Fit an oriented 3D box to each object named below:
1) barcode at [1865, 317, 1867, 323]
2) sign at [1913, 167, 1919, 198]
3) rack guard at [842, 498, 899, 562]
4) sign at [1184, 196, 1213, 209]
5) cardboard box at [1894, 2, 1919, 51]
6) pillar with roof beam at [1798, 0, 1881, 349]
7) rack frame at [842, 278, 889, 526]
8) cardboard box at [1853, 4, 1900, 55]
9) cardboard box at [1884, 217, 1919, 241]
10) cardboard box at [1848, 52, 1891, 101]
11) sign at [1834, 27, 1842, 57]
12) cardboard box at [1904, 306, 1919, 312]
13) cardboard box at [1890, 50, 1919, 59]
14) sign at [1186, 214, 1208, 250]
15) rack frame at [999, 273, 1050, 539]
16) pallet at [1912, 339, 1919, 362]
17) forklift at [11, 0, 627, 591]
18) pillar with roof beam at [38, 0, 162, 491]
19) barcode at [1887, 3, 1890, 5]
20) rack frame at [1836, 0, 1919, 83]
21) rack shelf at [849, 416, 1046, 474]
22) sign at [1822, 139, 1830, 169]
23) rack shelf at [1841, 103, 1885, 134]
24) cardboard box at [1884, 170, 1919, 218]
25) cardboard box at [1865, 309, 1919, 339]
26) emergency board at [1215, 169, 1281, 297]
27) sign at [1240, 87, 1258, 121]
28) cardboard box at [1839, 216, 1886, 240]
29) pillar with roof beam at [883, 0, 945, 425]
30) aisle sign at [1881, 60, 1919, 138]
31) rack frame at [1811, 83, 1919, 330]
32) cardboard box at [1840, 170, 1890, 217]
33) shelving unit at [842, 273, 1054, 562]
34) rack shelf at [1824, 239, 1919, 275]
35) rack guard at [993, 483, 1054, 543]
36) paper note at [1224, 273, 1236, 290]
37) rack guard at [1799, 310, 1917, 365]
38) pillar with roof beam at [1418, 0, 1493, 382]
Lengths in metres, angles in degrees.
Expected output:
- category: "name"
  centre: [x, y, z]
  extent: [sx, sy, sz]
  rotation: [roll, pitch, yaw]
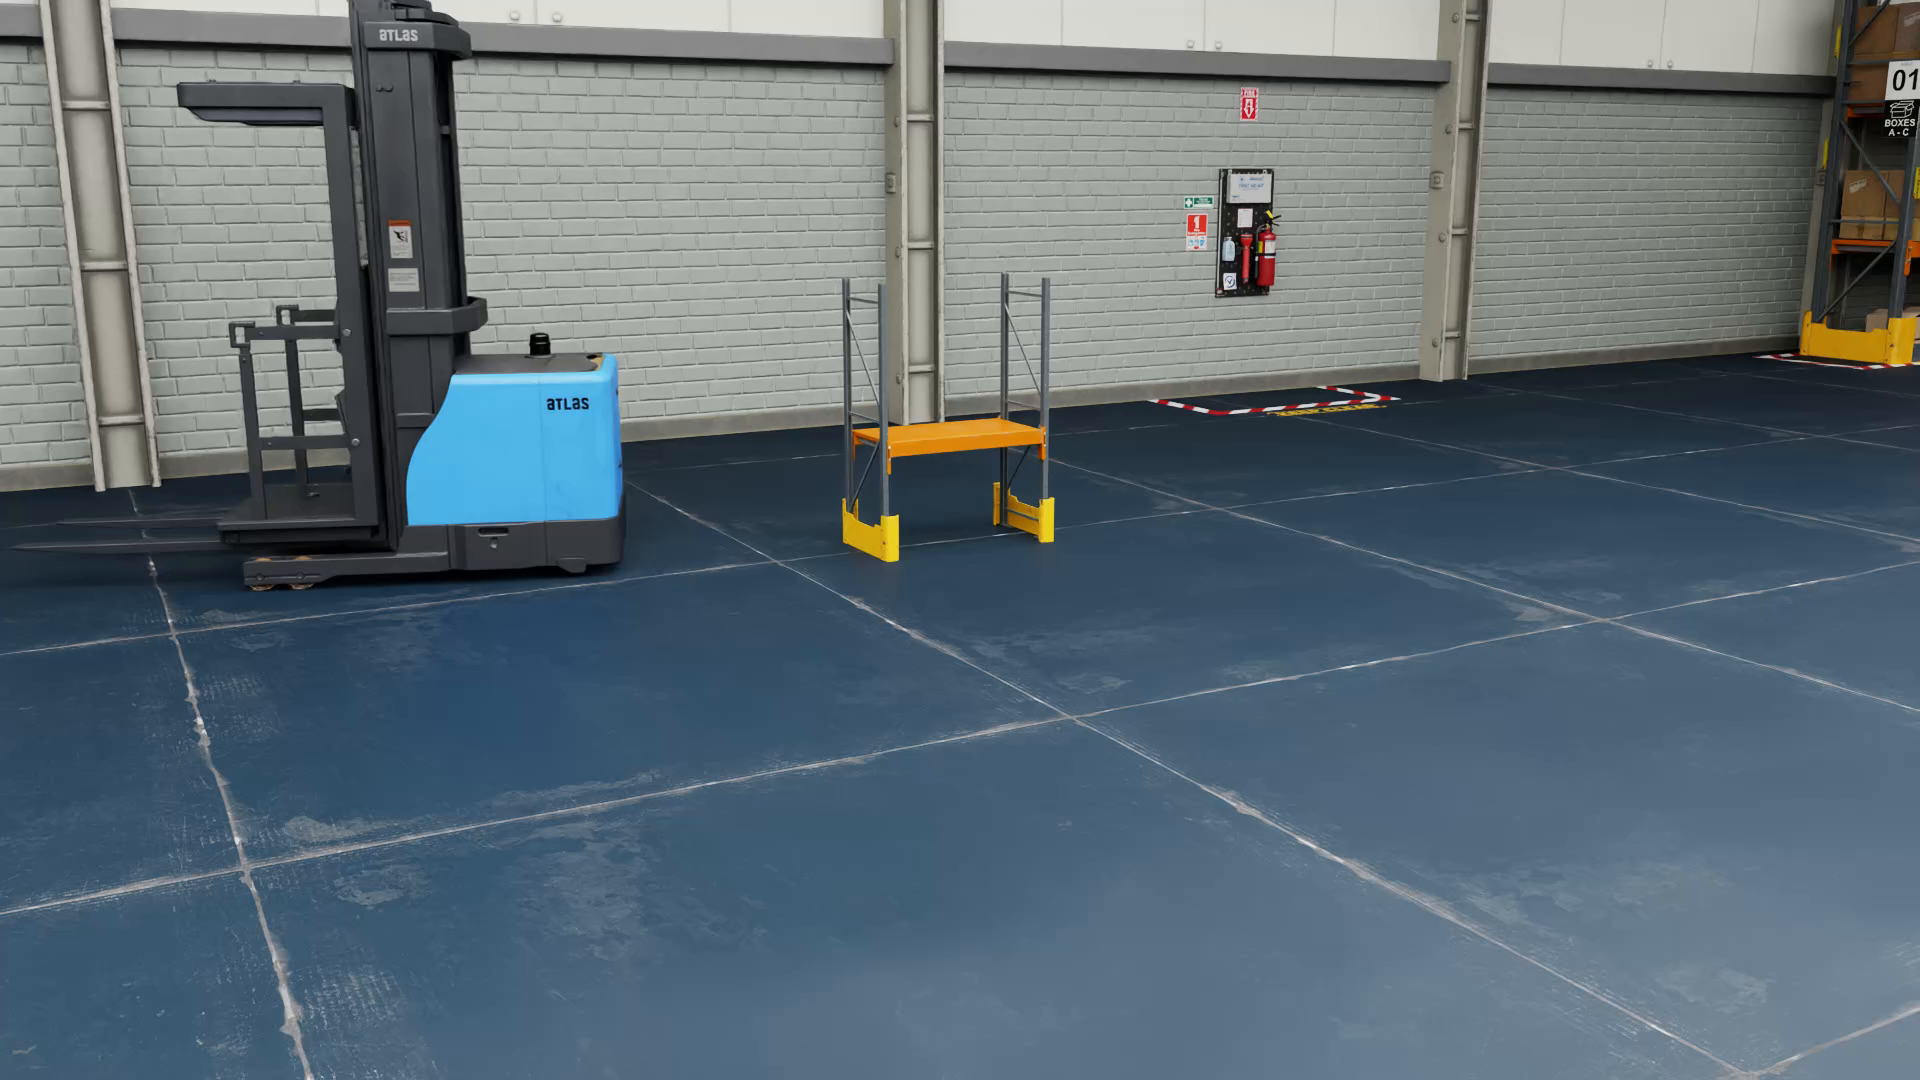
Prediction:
- category: "barcode"
  centre: [10.435, -2.532, 19.128]
  extent: [0.075, 0.075, 0.001]
  rotation: [-7, 14, -28]
- category: "sign"
  centre: [10.221, -3.808, 17.725]
  extent: [0.005, 0.325, 0.100]
  rotation: [-7, 14, -28]
- category: "rack guard"
  centre: [-0.504, -0.062, 9.313]
  extent: [0.087, 0.250, 0.587]
  rotation: [-7, 14, -28]
- category: "sign"
  centre: [2.180, -3.083, 15.187]
  extent: [0.331, 0.109, 0.001]
  rotation: [-7, 14, -28]
- category: "cardboard box"
  centre: [10.415, -5.493, 17.804]
  extent: [0.500, 0.500, 0.500]
  rotation: [-8, 15, -32]
- category: "pillar with roof beam"
  centre: [12.223, -5.827, 15.007]
  extent: [0.400, 9.000, 9.100]
  rotation: [-7, 14, -28]
- category: "rack frame"
  centre: [-0.521, -0.669, 9.167]
  extent: [0.032, 1.500, 0.500]
  rotation: [-7, 14, -28]
- category: "cardboard box"
  centre: [10.214, -5.595, 18.258]
  extent: [0.500, 0.500, 0.500]
  rotation: [-6, 14, -25]
- category: "cardboard box"
  centre: [10.541, -3.417, 18.255]
  extent: [0.500, 0.250, 0.500]
  rotation: [-7, 15, -29]
- category: "cardboard box"
  centre: [10.205, -5.105, 18.354]
  extent: [0.500, 0.500, 0.500]
  rotation: [-6, 14, -24]
- category: "sign"
  centre: [9.712, -5.494, 18.343]
  extent: [0.005, 0.325, 0.100]
  rotation: [-7, 14, -28]
- category: "cardboard box"
  centre: [11.111, -2.508, 19.044]
  extent: [0.500, 0.311, 0.500]
  rotation: [-6, 14, -23]
- category: "cardboard box"
  centre: [10.374, -4.999, 17.884]
  extent: [0.500, 0.500, 0.500]
  rotation: [-6, 14, -26]
- category: "sign"
  centre: [2.172, -2.826, 15.251]
  extent: [0.234, 0.329, 0.001]
  rotation: [-7, 14, -28]
- category: "rack frame"
  centre: [0.371, -0.776, 9.642]
  extent: [0.032, 1.500, 0.500]
  rotation: [-7, 14, -28]
- category: "pallet"
  centre: [10.757, -2.216, 18.976]
  extent: [1.213, 0.211, 1.003]
  rotation: [-7, 14, -28]
- category: "forklift"
  centre: [-3.359, -1.296, 8.693]
  extent: [3.031, 2.935, 1.130]
  rotation: [-2, 13, -9]
- category: "pillar with roof beam"
  centre: [-3.576, -3.934, 6.593]
  extent: [0.400, 9.000, 9.100]
  rotation: [-7, 14, -28]
- category: "barcode"
  centre: [10.344, -5.954, 18.529]
  extent: [0.075, 0.075, 0.001]
  rotation: [-7, 14, -28]
- category: "rack frame"
  centre: [9.960, -6.417, 17.626]
  extent: [0.127, 3.000, 1.000]
  rotation: [-7, 14, -28]
- category: "rack shelf"
  centre: [-0.075, -0.547, 9.444]
  extent: [1.000, 0.185, 0.538]
  rotation: [-7, 14, -28]
- category: "sign"
  centre: [9.712, -4.318, 18.607]
  extent: [0.005, 0.325, 0.100]
  rotation: [-7, 14, -28]
- category: "rack shelf"
  centre: [11.716, -4.813, 18.969]
  extent: [4.000, 0.370, 1.077]
  rotation: [-7, 14, -28]
- category: "cardboard box"
  centre: [10.523, -3.785, 18.182]
  extent: [0.500, 0.500, 0.500]
  rotation: [-7, 14, -28]
- category: "cardboard box"
  centre: [10.611, -2.448, 18.778]
  extent: [0.500, 0.311, 0.500]
  rotation: [-9, 15, -34]
- category: "emergency board"
  centre: [2.707, -2.846, 15.425]
  extent: [0.643, 1.169, 0.194]
  rotation: [-7, 14, -28]
- category: "sign"
  centre: [2.652, -3.996, 15.252]
  extent: [0.199, 0.298, 0.001]
  rotation: [-7, 14, -28]
- category: "cardboard box"
  centre: [10.278, -3.513, 18.683]
  extent: [0.500, 0.250, 0.500]
  rotation: [-7, 14, -27]
- category: "pillar with roof beam"
  centre: [1.690, -4.565, 9.398]
  extent: [0.400, 9.000, 9.100]
  rotation: [-7, 14, -28]
- category: "aisle sign"
  centre: [10.041, -4.693, 17.708]
  extent: [0.004, 0.787, 0.394]
  rotation: [-7, 14, -28]
- category: "rack frame"
  centre: [9.960, -3.490, 18.284]
  extent: [0.127, 3.000, 1.000]
  rotation: [-7, 14, -28]
- category: "cardboard box"
  centre: [10.272, -3.883, 18.619]
  extent: [0.500, 0.500, 0.500]
  rotation: [-7, 14, -28]
- category: "shelving unit"
  centre: [-0.067, -0.724, 9.409]
  extent: [1.083, 1.500, 0.587]
  rotation: [-7, 14, -28]
- category: "rack shelf"
  centre: [11.716, -3.349, 19.298]
  extent: [4.000, 0.370, 1.077]
  rotation: [-7, 14, -28]
- category: "rack guard"
  centre: [0.370, -0.166, 9.779]
  extent: [0.087, 0.250, 0.587]
  rotation: [-7, 14, -28]
- category: "paper note"
  centre: [2.518, -2.411, 15.498]
  extent: [0.142, 0.148, 0.016]
  rotation: [-7, 14, -28]
- category: "rack guard"
  centre: [10.027, -2.278, 18.594]
  extent: [0.348, 0.500, 1.175]
  rotation: [-7, 14, -28]
- category: "pillar with roof beam"
  centre: [6.957, -5.196, 12.203]
  extent: [0.400, 9.000, 9.100]
  rotation: [-7, 14, -28]
